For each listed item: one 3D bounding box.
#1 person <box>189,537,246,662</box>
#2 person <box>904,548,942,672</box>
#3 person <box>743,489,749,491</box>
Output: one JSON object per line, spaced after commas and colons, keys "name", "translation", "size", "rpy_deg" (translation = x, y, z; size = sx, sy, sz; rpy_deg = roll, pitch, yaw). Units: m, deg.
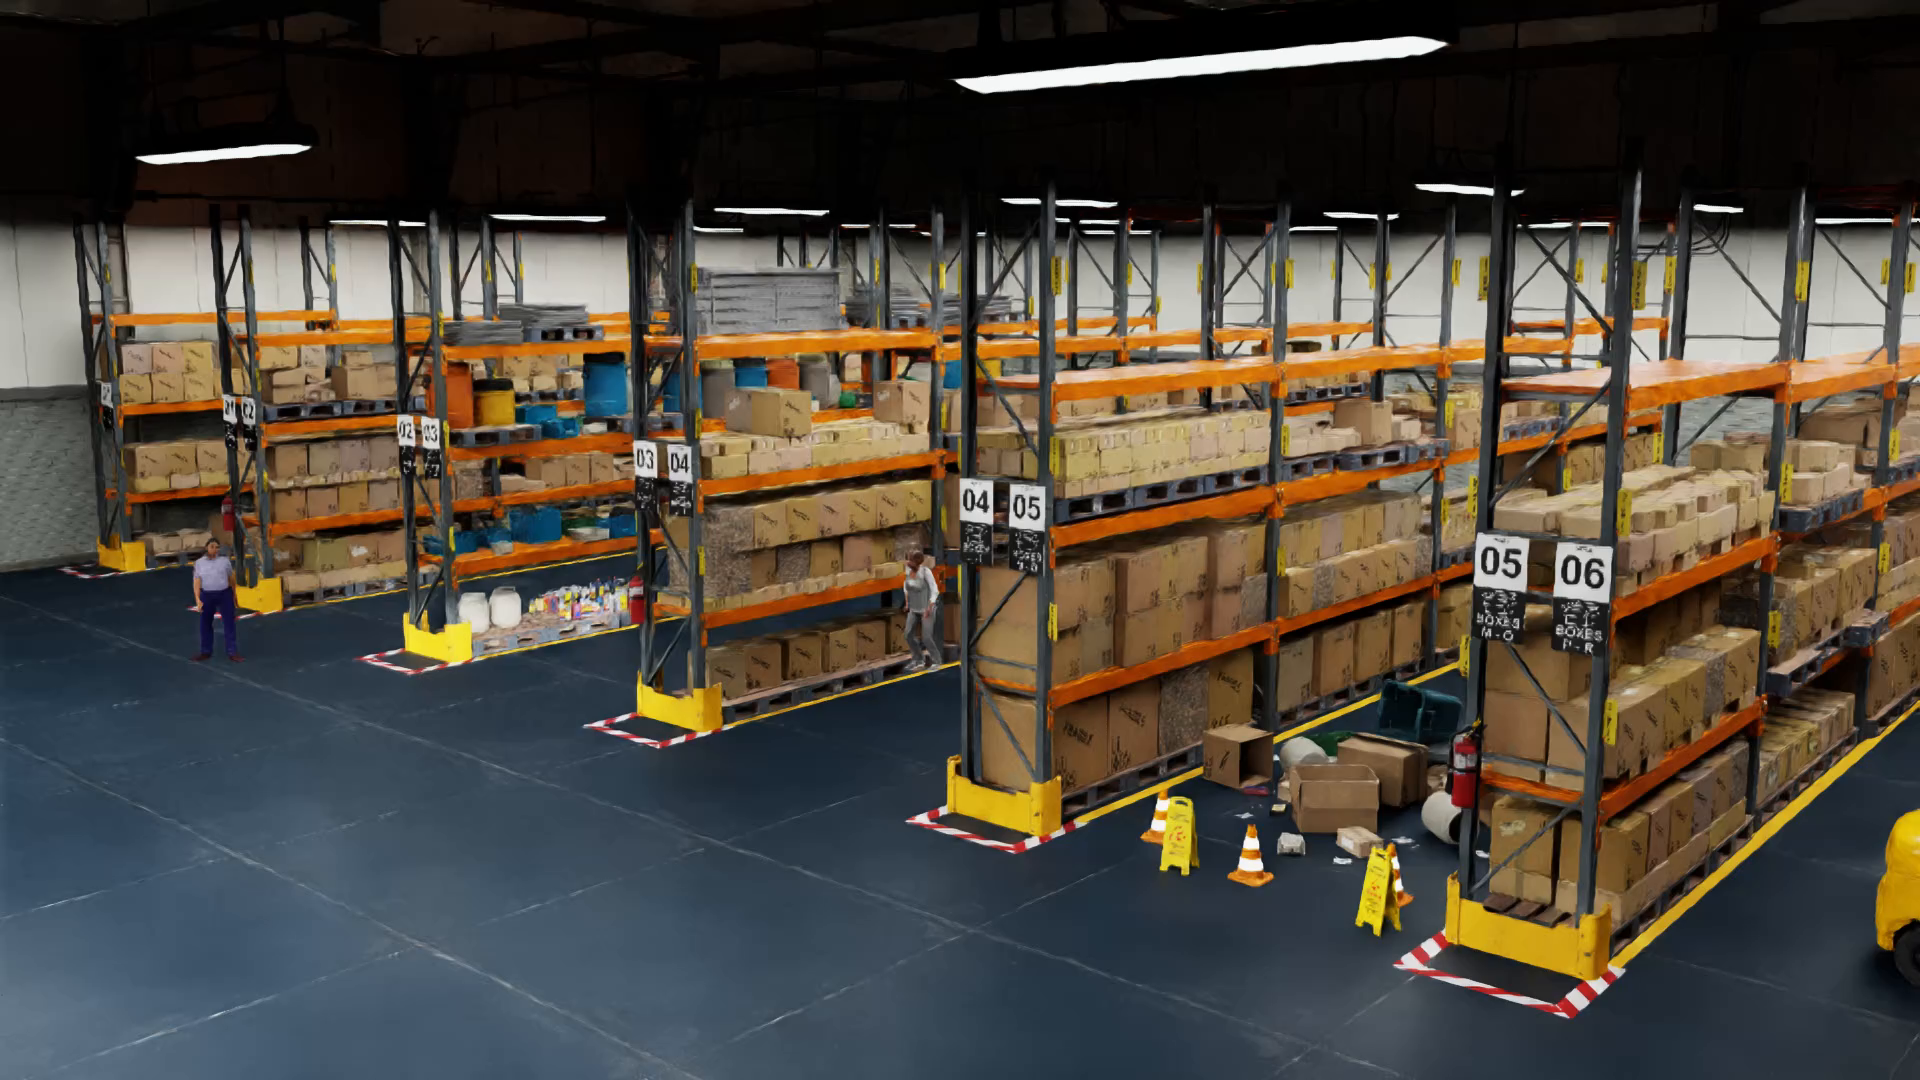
{"name": "person", "translation": [-9.729, 0.774, 21.665], "size": [0.680, 1.648, 0.433], "rpy_deg": [-4, 10, -24]}
{"name": "person", "translation": [-0.463, 0.832, 19.939], "size": [0.566, 1.529, 0.518], "rpy_deg": [7, 12, 37]}
{"name": "person", "translation": [-3.427, -0.187, 27.484], "size": [1.004, 1.596, 0.478], "rpy_deg": [-8, 12, -39]}
